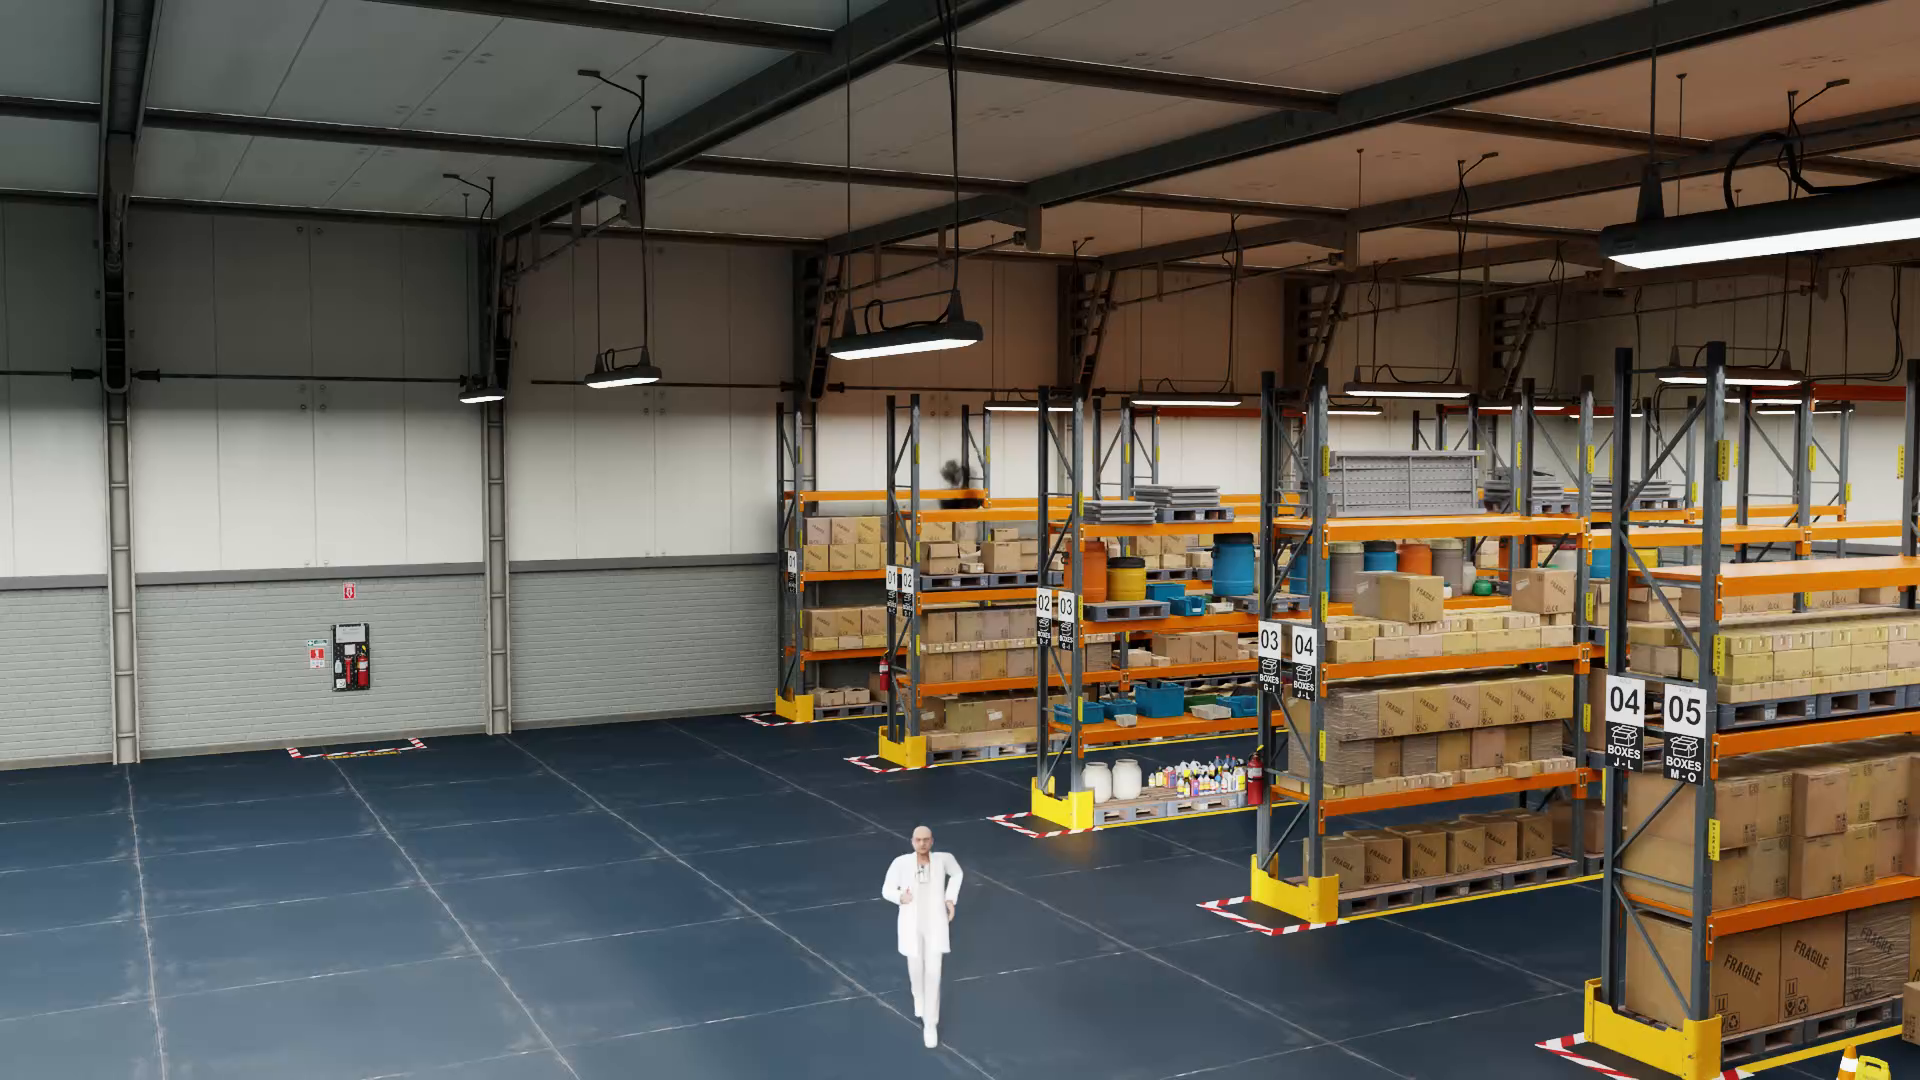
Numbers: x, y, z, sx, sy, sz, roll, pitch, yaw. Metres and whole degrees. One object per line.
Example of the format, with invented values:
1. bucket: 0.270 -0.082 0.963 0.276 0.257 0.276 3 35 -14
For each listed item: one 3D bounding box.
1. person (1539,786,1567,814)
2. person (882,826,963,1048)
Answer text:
1. person: 8.090 3.064 22.632 0.854 1.672 0.609 -1 3 -23
2. person: -0.332 3.420 14.666 0.701 1.808 0.986 0 3 2
